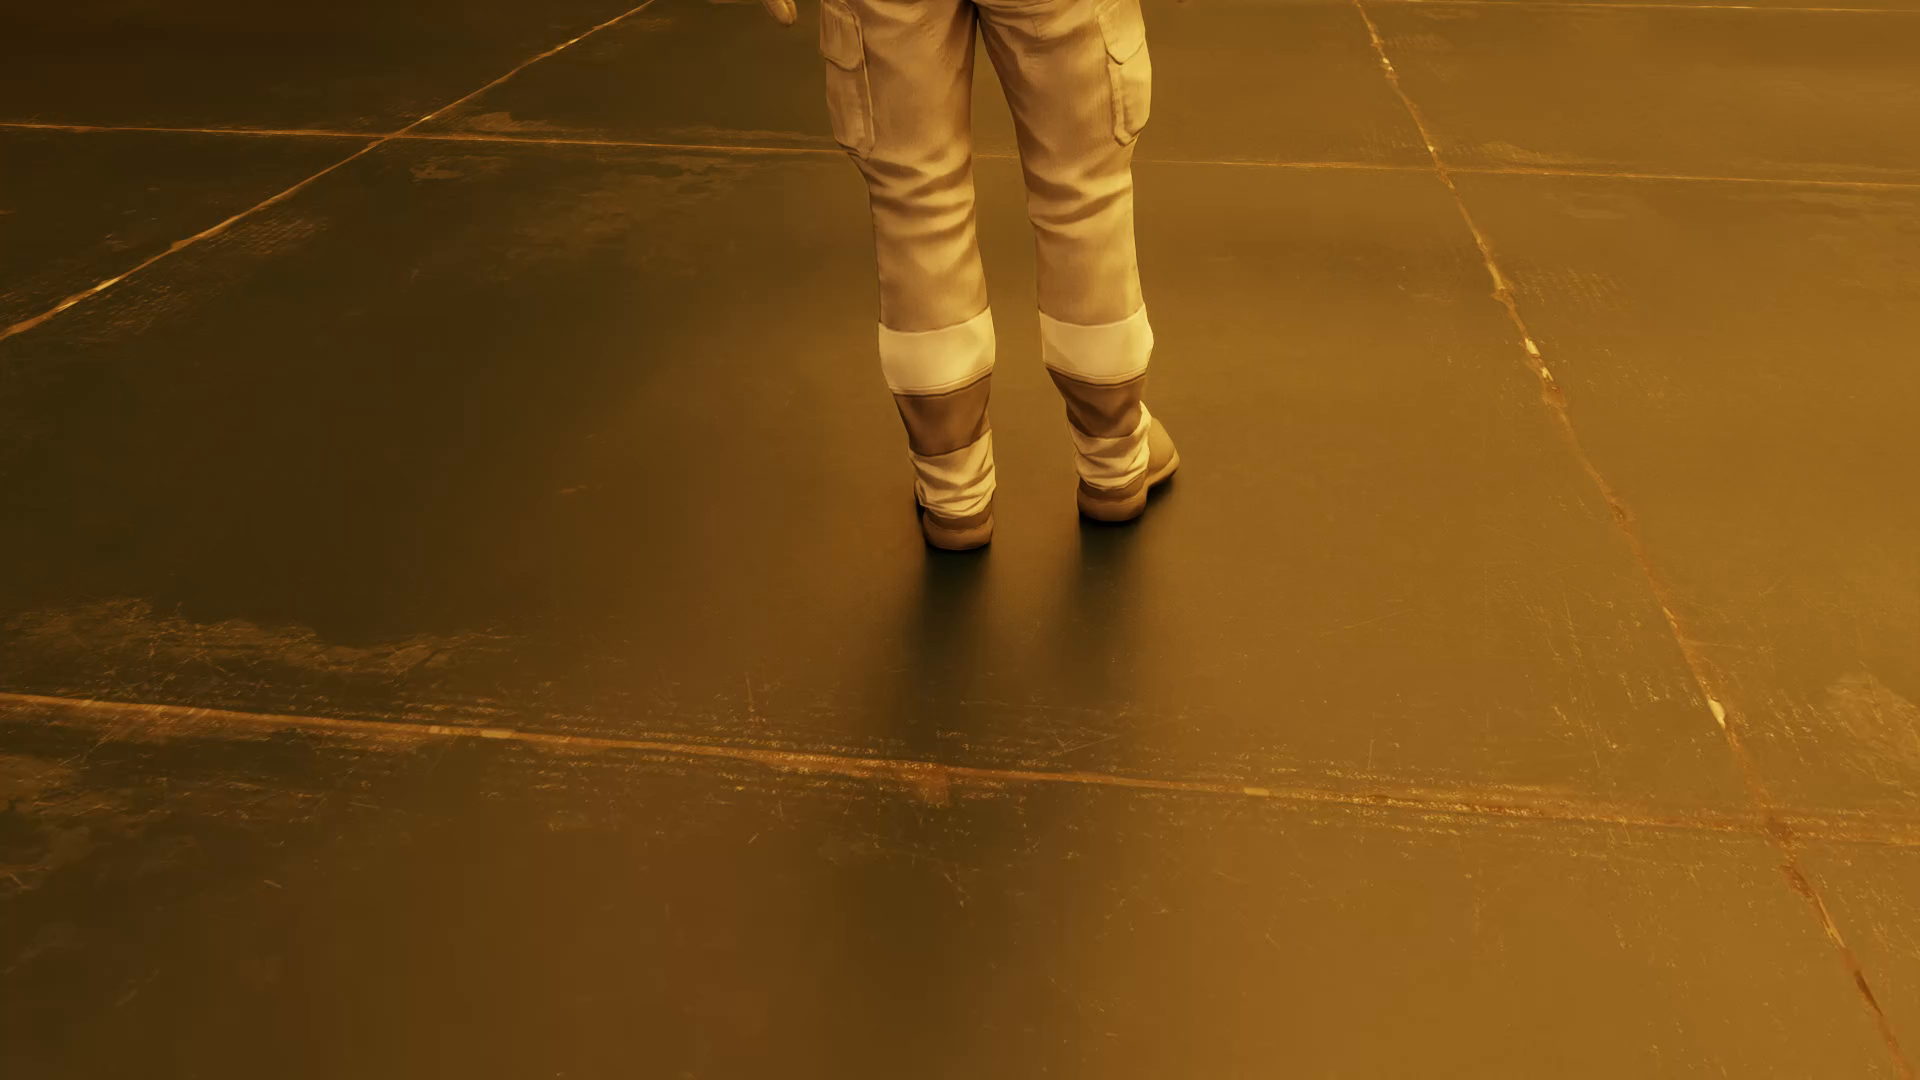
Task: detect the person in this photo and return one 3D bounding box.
[{"bbox_3d":[0.023,-0.842,2.168,0.637,1.790,0.562,3,27,7],"label":"person"}]
